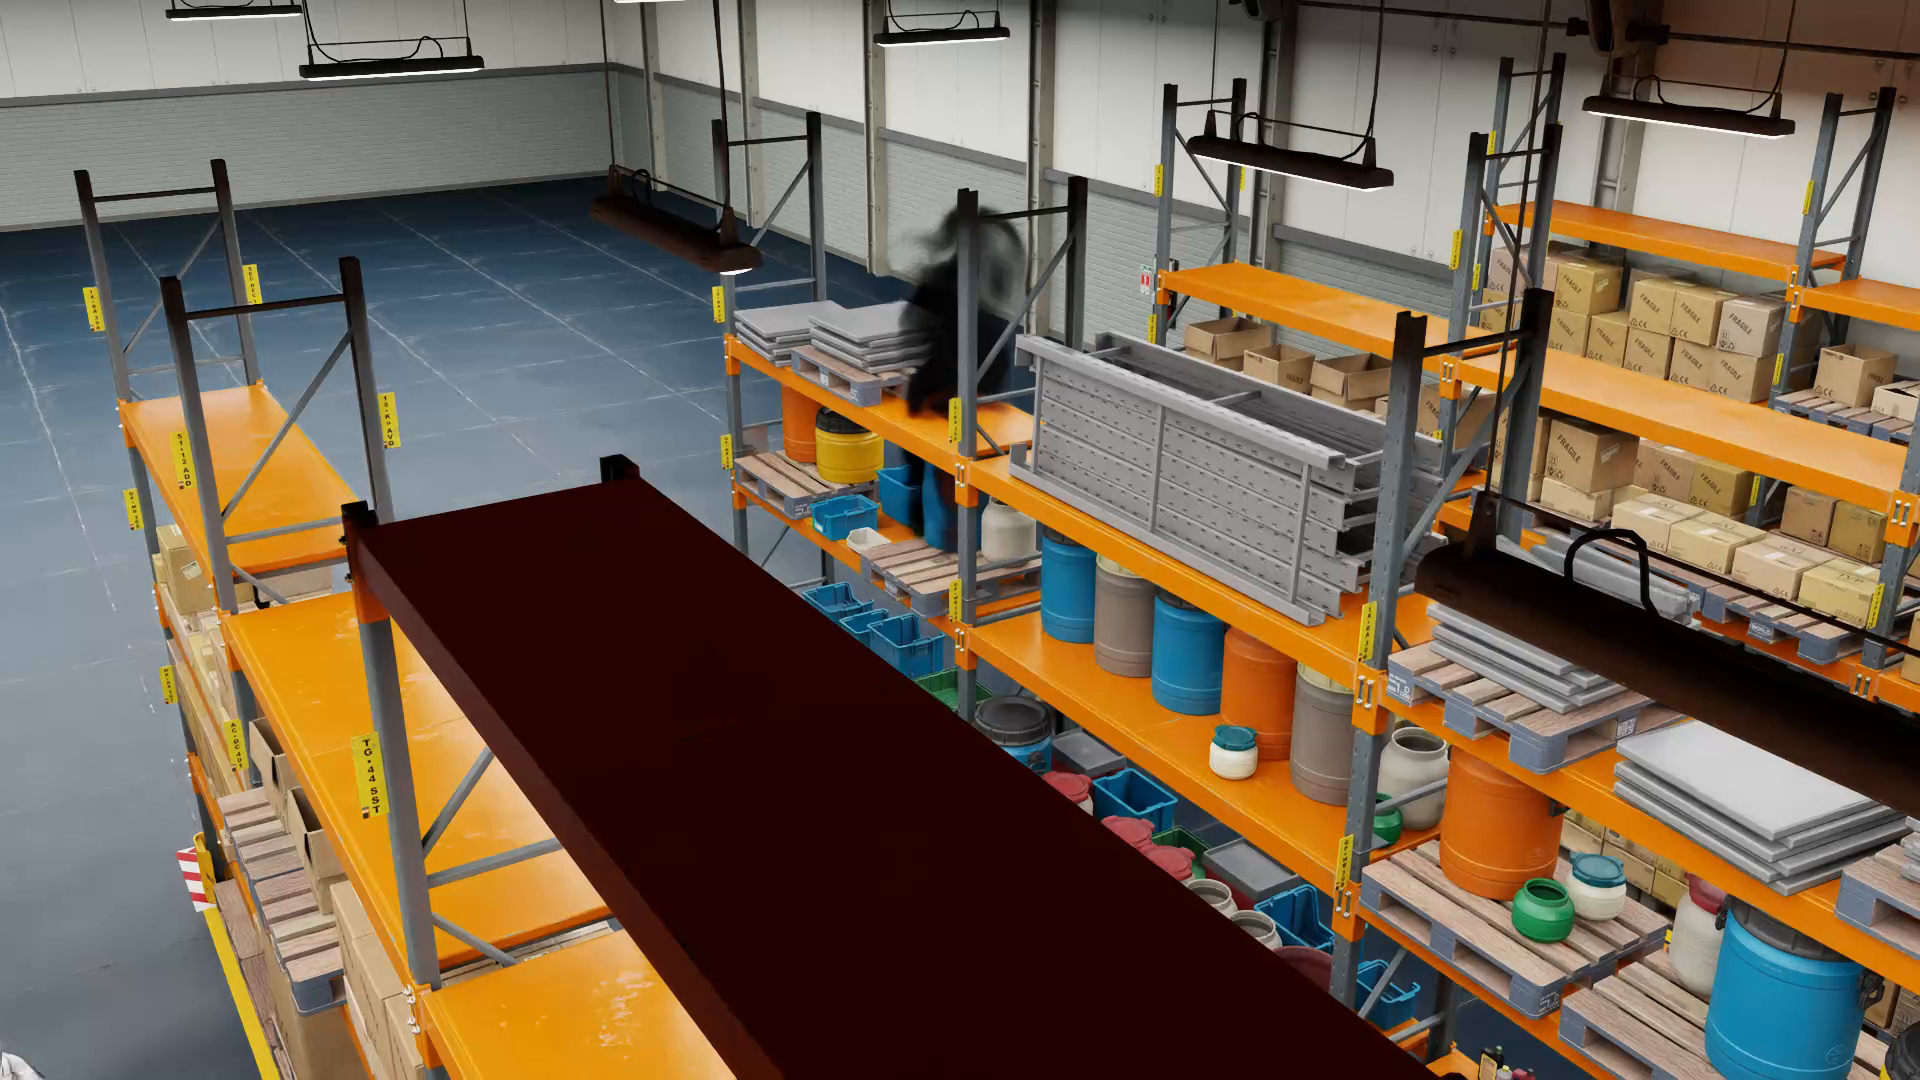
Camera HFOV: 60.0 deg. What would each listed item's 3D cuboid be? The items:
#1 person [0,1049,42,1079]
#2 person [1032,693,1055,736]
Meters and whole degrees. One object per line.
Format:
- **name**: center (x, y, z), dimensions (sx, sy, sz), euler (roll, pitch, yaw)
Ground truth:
- **person**: center (-5.720, 3.727, 10.016), dimensions (0.958, 1.630, 0.645), euler (14, 26, 30)
- **person**: center (0.893, 1.439, 15.587), dimensions (0.603, 1.659, 0.536), euler (-10, 24, -23)
